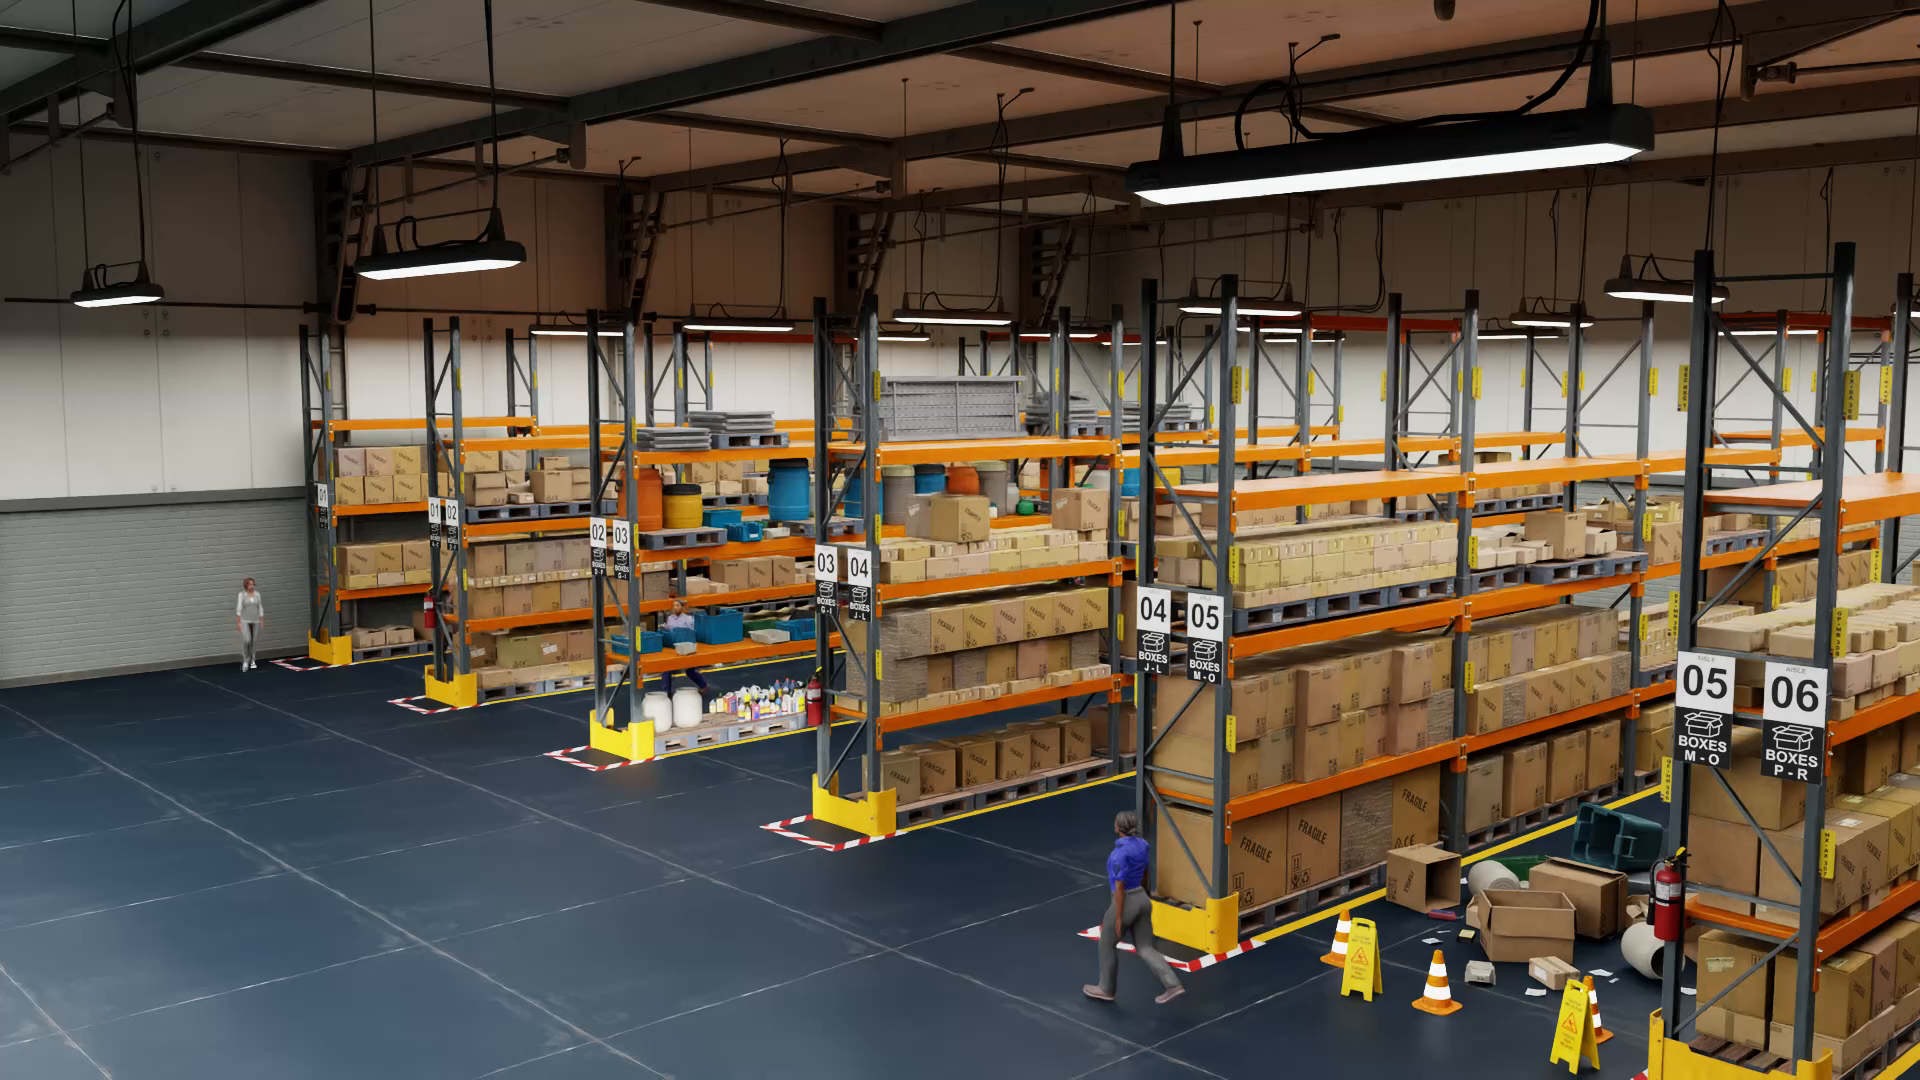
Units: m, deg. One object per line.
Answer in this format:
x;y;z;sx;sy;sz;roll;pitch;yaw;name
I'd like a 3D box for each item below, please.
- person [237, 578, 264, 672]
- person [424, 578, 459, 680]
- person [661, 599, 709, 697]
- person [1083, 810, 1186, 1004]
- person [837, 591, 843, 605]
-12.323;1.458;28.869;0.445;1.623;0.451;6;8;45;person
-8.452;1.485;27.953;0.607;1.719;1.124;3;7;29;person
-4.375;1.717;26.084;0.569;1.594;0.976;4;7;32;person
1.424;2.989;13.504;0.923;1.613;0.469;5;8;42;person
-2.665;0.804;34.307;0.456;1.721;0.609;-1;6;-14;person
